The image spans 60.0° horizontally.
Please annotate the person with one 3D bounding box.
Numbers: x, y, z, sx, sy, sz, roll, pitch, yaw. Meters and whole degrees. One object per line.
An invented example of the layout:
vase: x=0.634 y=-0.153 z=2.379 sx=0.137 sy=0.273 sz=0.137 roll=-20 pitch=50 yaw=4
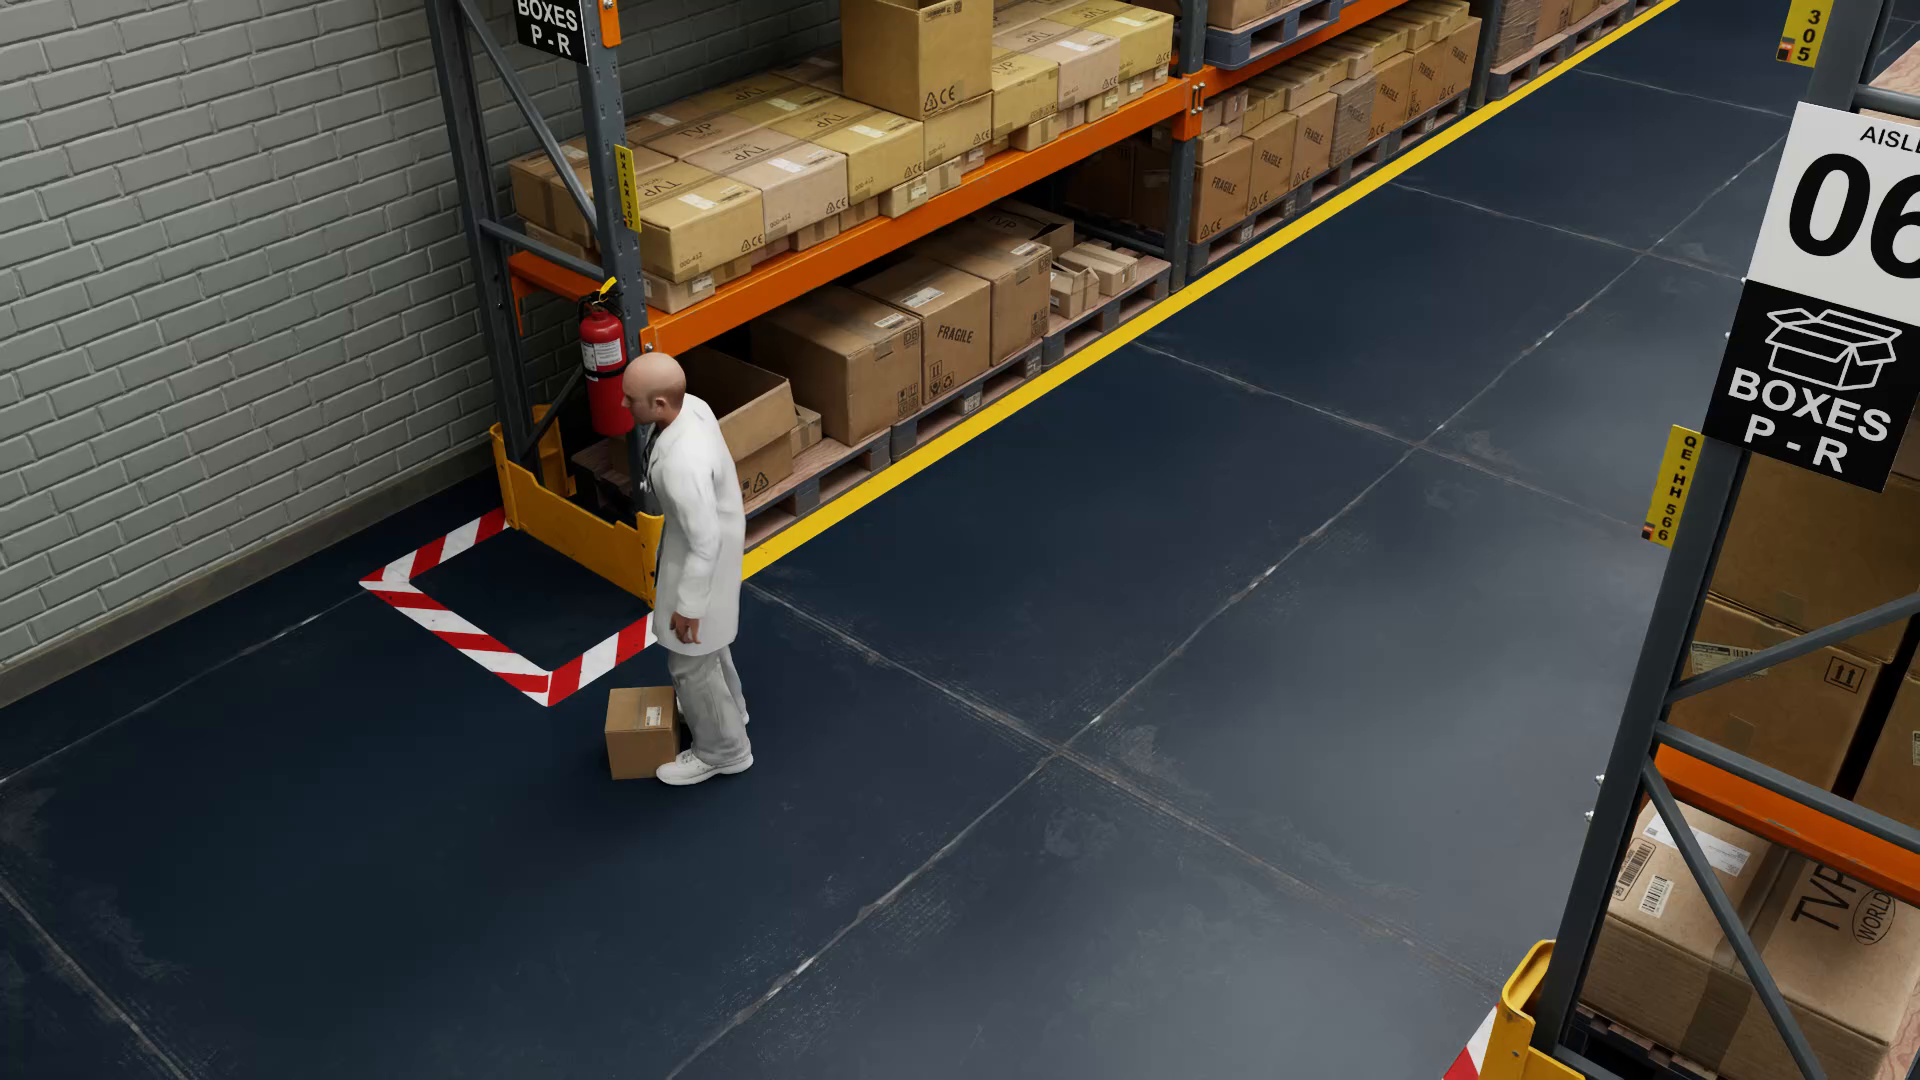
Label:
person: x=-0.974 y=0.105 z=6.005 sx=0.424 sy=1.774 sz=0.653 roll=-5 pitch=35 yaw=-8
